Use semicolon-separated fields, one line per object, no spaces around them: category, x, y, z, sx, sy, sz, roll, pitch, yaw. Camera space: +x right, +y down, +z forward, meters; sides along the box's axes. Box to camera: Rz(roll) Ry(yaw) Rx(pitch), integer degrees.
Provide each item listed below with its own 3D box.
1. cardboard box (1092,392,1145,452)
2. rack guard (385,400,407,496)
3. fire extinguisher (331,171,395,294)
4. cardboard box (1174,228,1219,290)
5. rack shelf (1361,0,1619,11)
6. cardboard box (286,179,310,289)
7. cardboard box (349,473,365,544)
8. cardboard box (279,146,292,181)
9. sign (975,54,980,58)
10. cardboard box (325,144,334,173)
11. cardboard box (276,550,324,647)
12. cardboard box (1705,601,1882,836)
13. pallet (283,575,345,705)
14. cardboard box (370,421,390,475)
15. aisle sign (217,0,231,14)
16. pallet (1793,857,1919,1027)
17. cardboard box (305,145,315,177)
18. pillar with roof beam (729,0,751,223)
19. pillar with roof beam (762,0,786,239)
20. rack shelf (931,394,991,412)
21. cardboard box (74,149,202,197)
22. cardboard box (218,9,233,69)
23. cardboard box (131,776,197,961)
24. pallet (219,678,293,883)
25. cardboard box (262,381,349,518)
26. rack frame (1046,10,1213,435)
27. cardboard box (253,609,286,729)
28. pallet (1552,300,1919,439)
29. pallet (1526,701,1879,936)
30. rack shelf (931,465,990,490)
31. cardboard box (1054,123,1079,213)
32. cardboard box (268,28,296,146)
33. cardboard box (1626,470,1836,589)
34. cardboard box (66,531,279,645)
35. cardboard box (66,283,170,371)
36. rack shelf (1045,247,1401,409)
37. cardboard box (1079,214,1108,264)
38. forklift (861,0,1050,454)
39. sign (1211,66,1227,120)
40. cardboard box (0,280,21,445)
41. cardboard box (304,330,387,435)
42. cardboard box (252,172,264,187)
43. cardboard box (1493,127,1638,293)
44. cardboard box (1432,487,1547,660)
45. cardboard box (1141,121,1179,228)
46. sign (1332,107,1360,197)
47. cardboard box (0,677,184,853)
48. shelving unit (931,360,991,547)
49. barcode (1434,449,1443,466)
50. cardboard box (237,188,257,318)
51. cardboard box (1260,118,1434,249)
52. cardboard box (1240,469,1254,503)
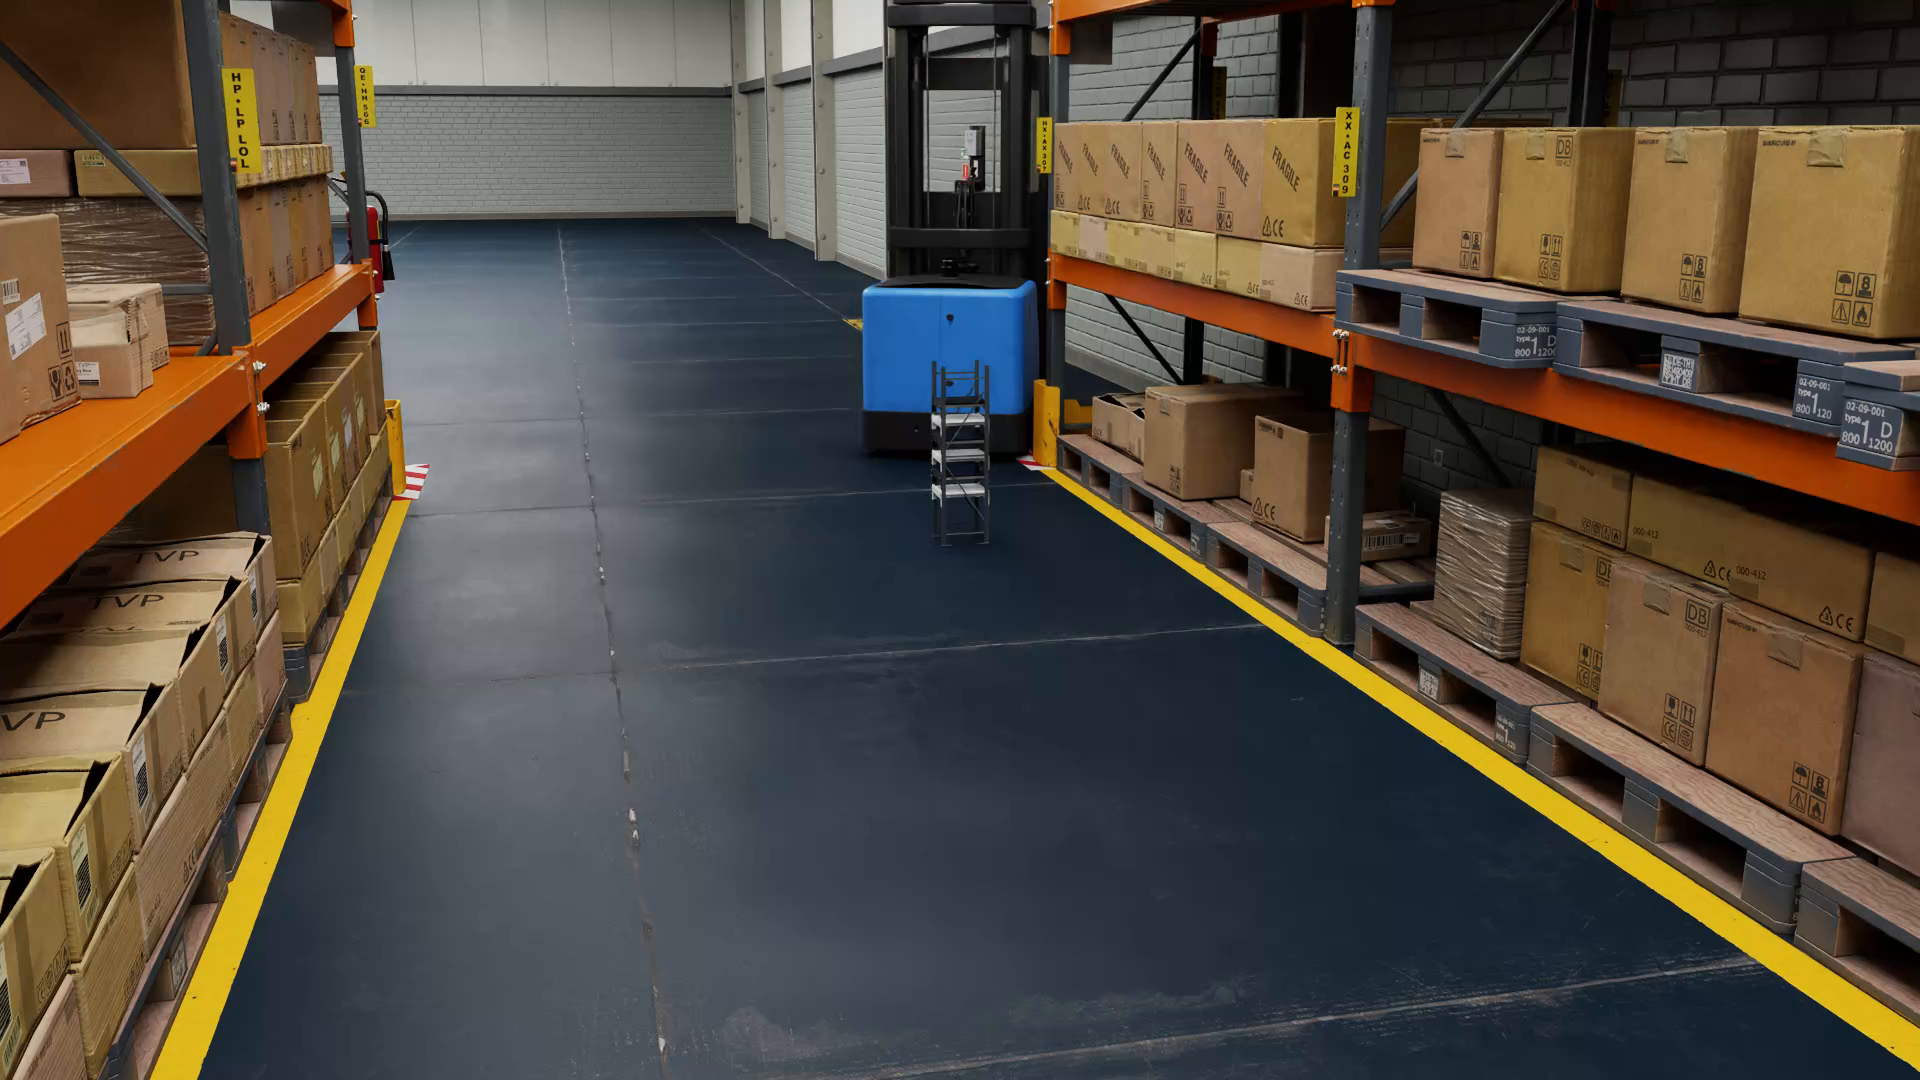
cardboard box;1.113;-0.733;9.846;0.500;0.311;0.500;-5;15;-20
rack guard;-3.782;-0.504;9.438;1.175;0.500;0.348;-3;14;-13
fire extinguisher;-3.352;-1.729;9.346;0.296;0.674;0.183;-3;14;-13
cardboard box;1.330;-1.327;7.813;0.500;0.250;0.500;-3;14;-13
rack shelf;2.448;-1.714;4.317;1.077;0.370;4.000;-3;14;-13
cardboard box;-3.440;-1.418;7.699;0.700;0.500;0.500;-3;14;-13
cardboard box;-2.999;-0.129;7.543;0.500;0.250;0.500;-3;14;-13
cardboard box;-3.135;-1.642;7.249;0.380;0.149;0.250;-3;14;-14
sign;0.186;-4.967;17.552;0.001;0.298;0.199;-3;14;-13
cardboard box;-3.501;-1.999;8.713;0.380;0.149;0.250;-4;14;-14
cardboard box;-2.651;0.217;6.126;0.500;0.250;0.500;-3;14;-13
cardboard box;2.545;0.454;4.587;0.700;0.500;0.500;-3;14;-13
pallet;-2.983;0.378;6.434;1.003;0.211;1.213;-3;14;-13
cardboard box;-3.363;-0.474;8.957;0.500;0.250;0.500;-3;14;-13
aisle sign;-4.089;-2.974;8.803;0.394;0.787;0.004;-3;14;-13
pallet;2.735;1.030;3.768;1.003;0.211;1.213;-3;14;-13
cardboard box;-3.321;-1.822;7.987;0.380;0.149;0.250;-3;14;-12
pillar with roof beam;-9.187;-11.472;36.423;9.100;9.000;0.400;-3;14;-13
pillar with roof beam;-7.778;-10.088;30.757;9.100;9.000;0.400;-3;14;-13
rack shelf;0.002;-0.665;8.256;0.258;0.077;0.200;-3;14;-13
cardboard box;-2.711;-1.227;5.551;0.380;0.149;0.250;-3;14;-13
cardboard box;-3.067;-1.688;6.071;0.700;0.500;0.500;-3;14;-13
cardboard box;-2.102;0.773;3.851;0.500;0.250;0.500;-3;14;-12
pallet;-2.626;0.732;4.986;1.003;0.211;1.213;-3;14;-13
cardboard box;-2.876;-0.378;6.983;0.500;0.500;0.500;-3;14;-13
rack frame;1.038;-1.990;10.253;1.000;3.000;0.127;-3;14;-13
cardboard box;-2.457;0.421;5.293;0.500;0.250;0.500;-3;14;-14
pallet;2.413;-0.506;4.581;1.003;0.211;1.213;-3;14;-13
pallet;2.452;0.749;4.918;1.003;0.211;1.213;-3;14;-13
rack shelf;0.002;-0.315;8.342;0.258;0.077;0.200;-3;14;-13
cardboard box;0.858;-2.164;9.660;0.500;0.500;0.500;-3;14;-13
cardboard box;-3.418;-2.034;7.488;0.700;0.500;0.500;-3;14;-13
cardboard box;2.399;-0.041;5.035;0.500;0.250;0.500;-4;14;-15
cardboard box;-2.463;0.146;5.235;0.500;0.311;0.500;-3;14;-13
cardboard box;-2.678;-0.606;4.905;0.500;0.250;0.500;-2;14;-10
rack shelf;1.508;-1.179;8.450;1.077;0.370;4.000;-3;14;-13
cardboard box;0.980;-1.678;9.248;0.500;0.250;0.500;-4;14;-15
forklift;0.093;-2.268;11.533;1.130;2.935;3.031;2;14;8
sign;1.583;-2.732;10.186;0.100;0.325;0.005;-3;14;-13
cardboard box;-2.431;-0.424;3.631;0.500;0.500;0.500;-3;14;-13
cardboard box;-3.361;-0.839;8.868;0.500;0.500;0.500;-3;14;-13
cardboard box;-2.952;-1.463;6.516;0.380;0.149;0.250;-4;14;-15
cardboard box;2.188;-1.081;5.394;0.700;0.500;0.500;-2;14;-7
cardboard box;2.167;0.102;6.029;0.700;0.500;0.500;-3;14;-11
cardboard box;1.213;-1.812;8.217;0.500;0.500;0.500;-3;14;-11
sign;1.452;-1.456;6.242;0.100;0.325;0.005;-3;14;-13
cardboard box;-2.105;0.497;3.798;0.500;0.311;0.500;-3;14;-14
shelving unit;0.002;-0.435;8.313;0.258;0.900;0.210;-3;14;-13
barcode;2.084;-0.360;7.247;0.001;0.075;0.075;-3;14;-13
cardboard box;-3.077;-1.062;6.244;0.700;0.500;0.500;-3;14;-14
cardboard box;1.566;-1.460;6.778;0.500;0.500;0.500;-3;14;-13
cardboard box;1.622;-0.266;8.277;0.380;0.149;0.250;-4;14;-18
